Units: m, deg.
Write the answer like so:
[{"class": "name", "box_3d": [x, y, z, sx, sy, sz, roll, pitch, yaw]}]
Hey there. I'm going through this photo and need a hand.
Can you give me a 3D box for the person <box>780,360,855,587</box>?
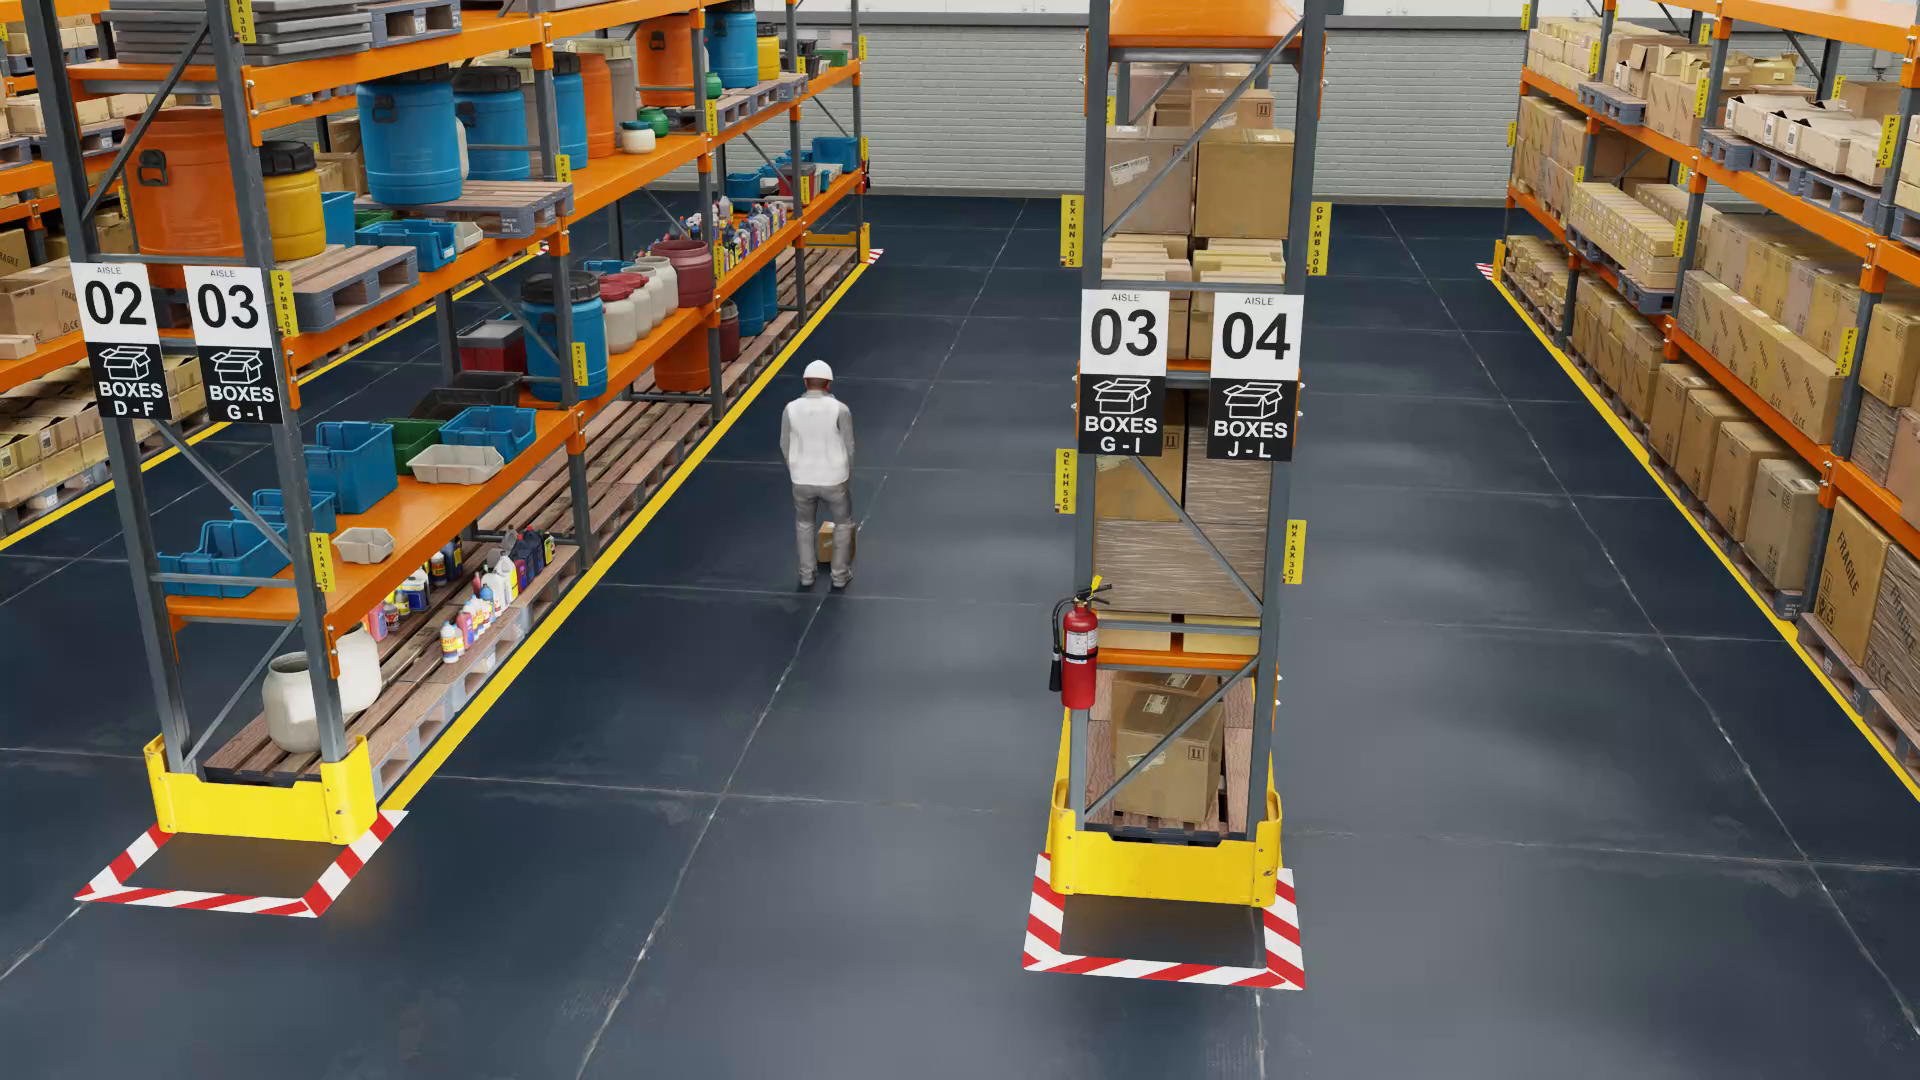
[{"class": "person", "box_3d": [-1.059, -0.486, 12.433, 0.567, 1.695, 0.516, 3, 21, 8]}]
